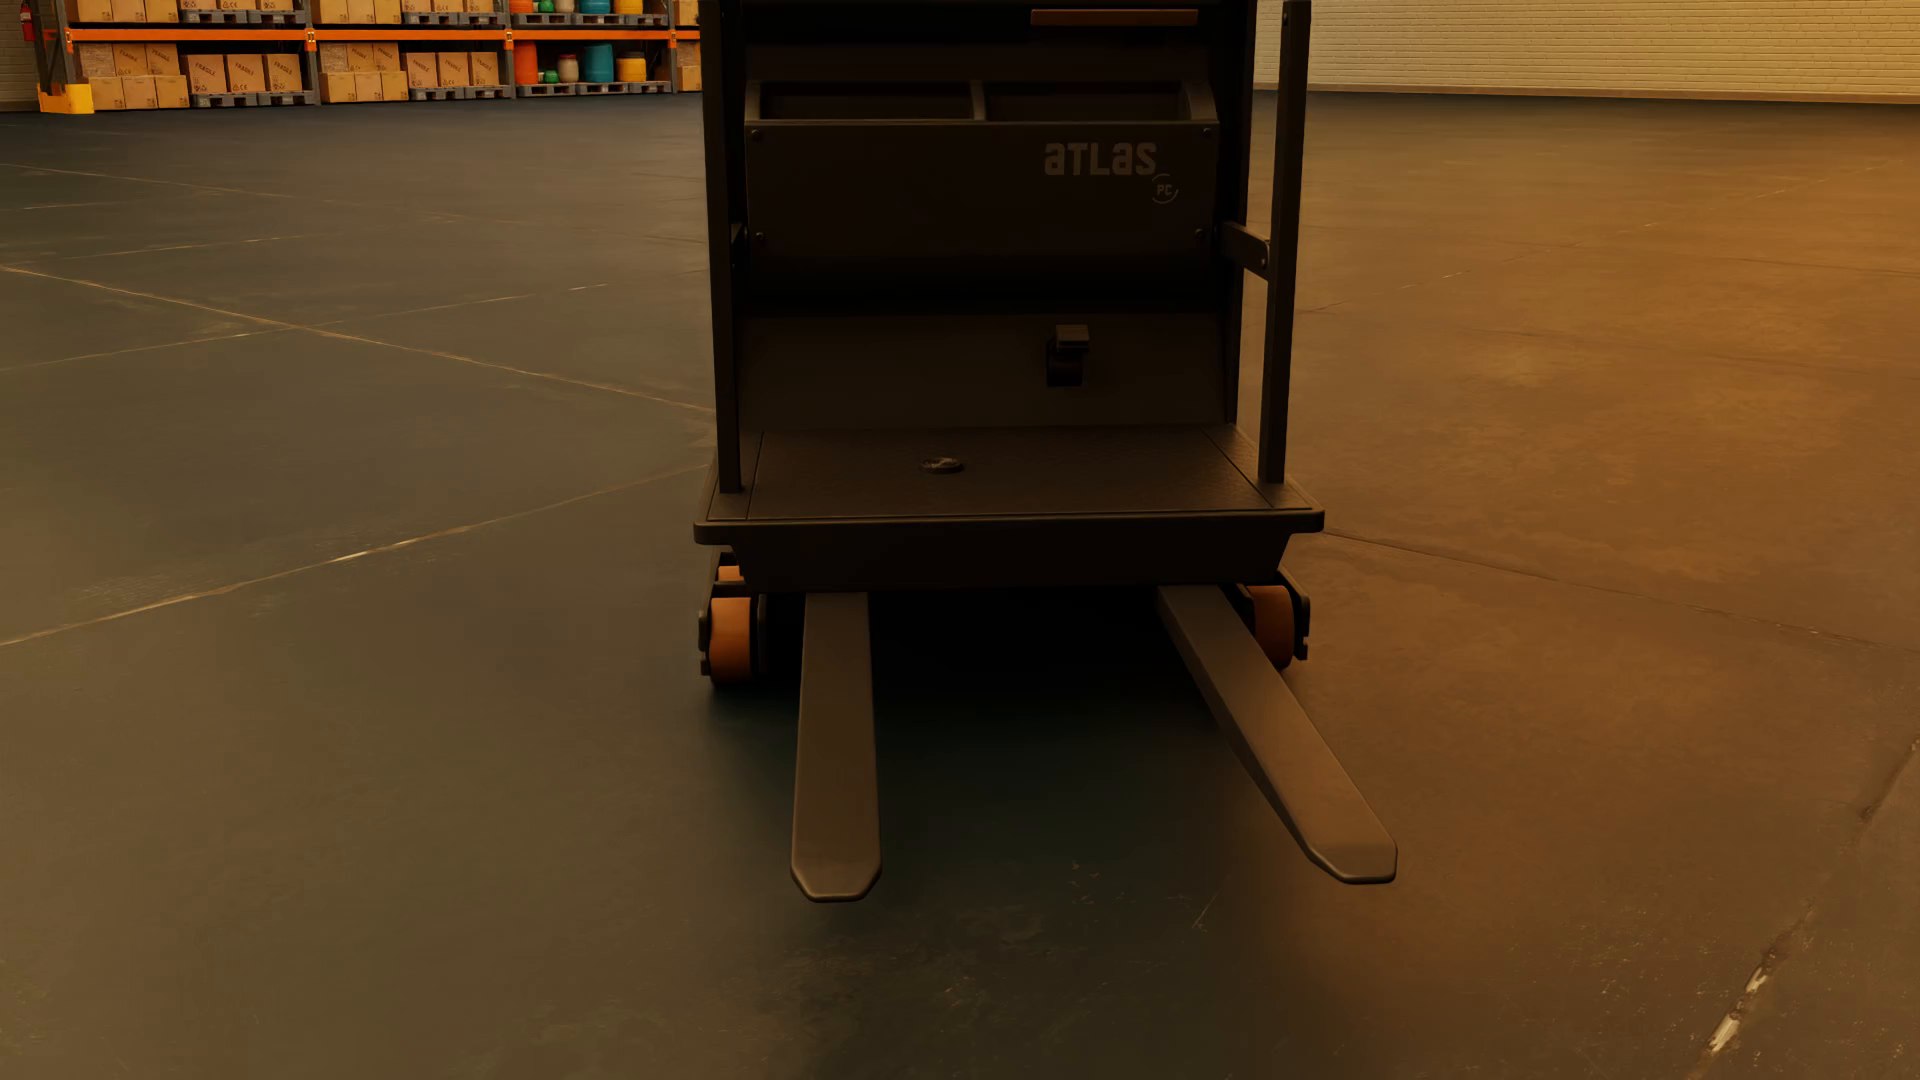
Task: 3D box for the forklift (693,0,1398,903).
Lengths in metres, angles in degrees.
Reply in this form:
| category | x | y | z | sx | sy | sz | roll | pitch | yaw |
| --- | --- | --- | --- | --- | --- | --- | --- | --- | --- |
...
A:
| category | x | y | z | sx | sy | sz | roll | pitch | yaw |
| --- | --- | --- | --- | --- | --- | --- | --- | --- | --- |
| forklift | 0.060 | -1.234 | 2.963 | 1.130 | 2.935 | 3.031 | -1 | 17 | -4 |
